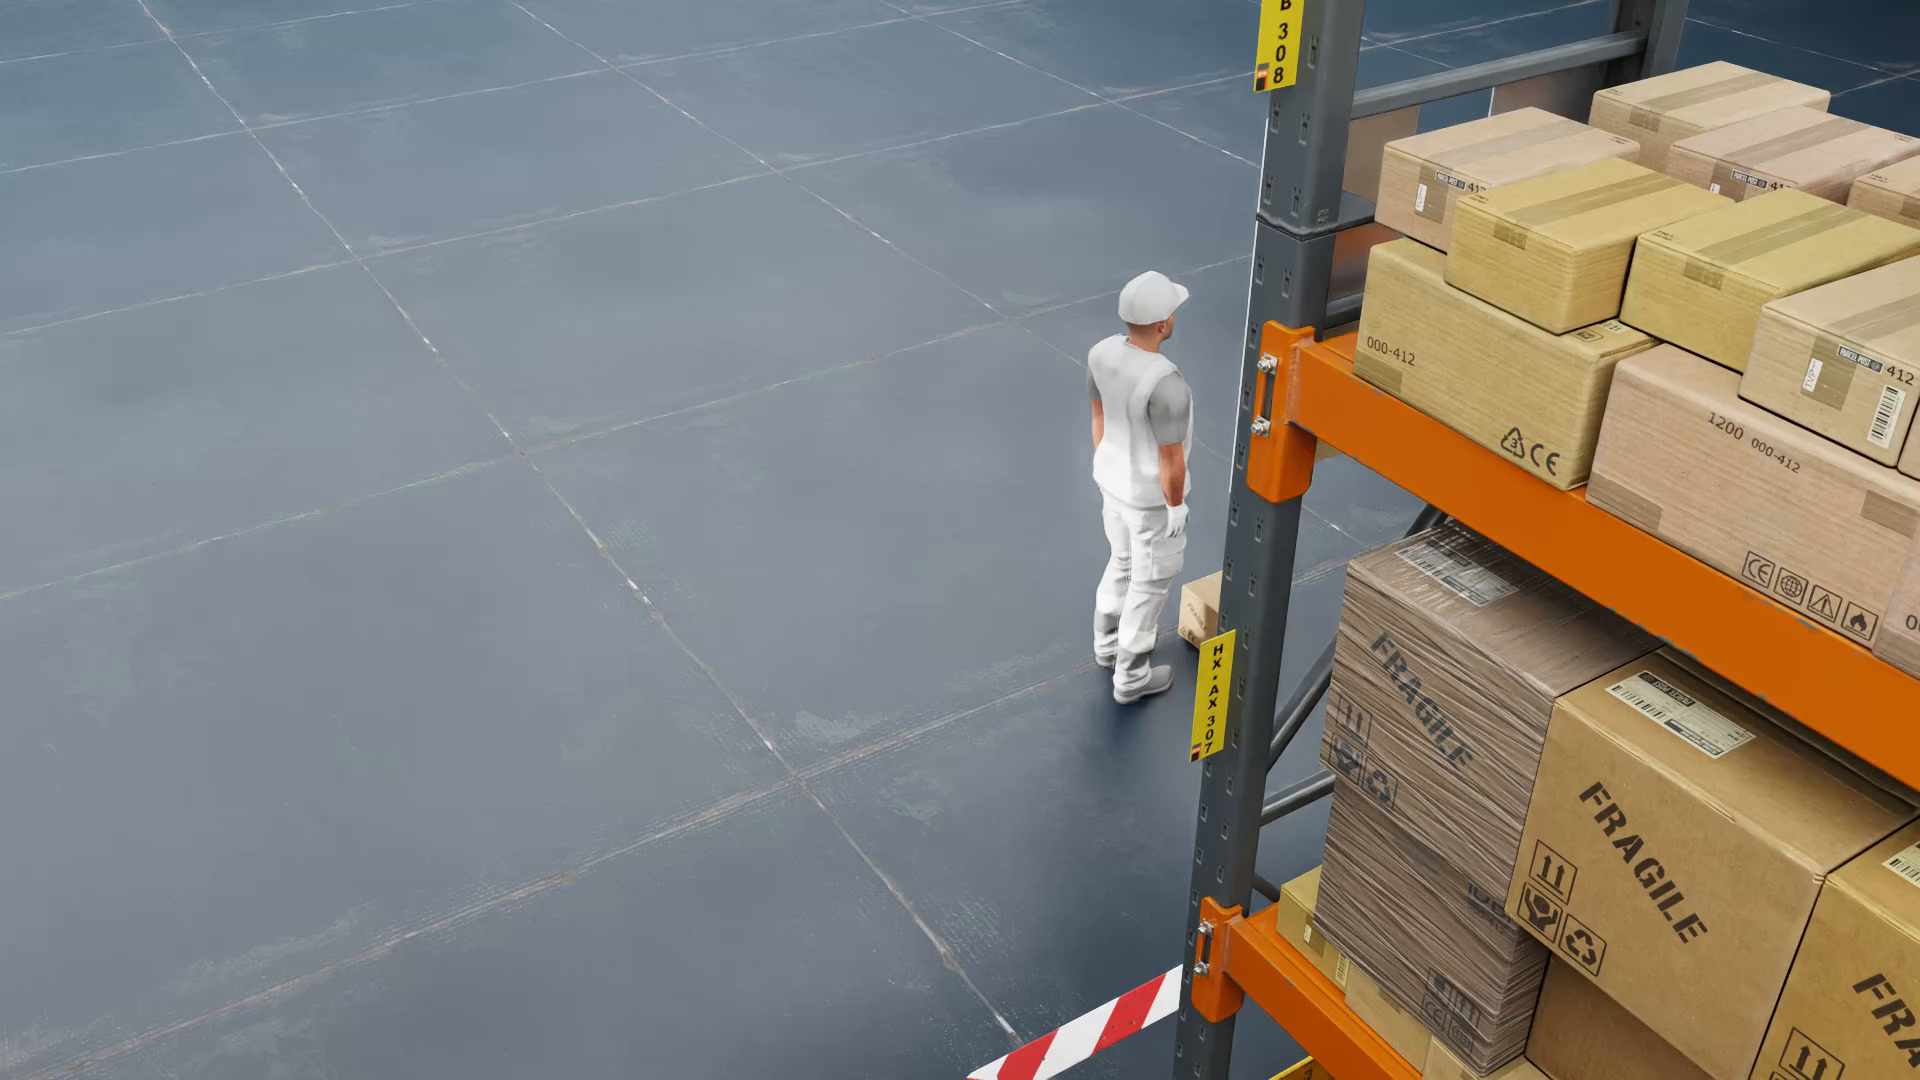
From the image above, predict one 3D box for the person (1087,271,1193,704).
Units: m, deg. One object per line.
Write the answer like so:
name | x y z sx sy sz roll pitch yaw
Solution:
person | 0.723 -0.209 6.451 0.387 1.790 0.522 -18 37 -26
